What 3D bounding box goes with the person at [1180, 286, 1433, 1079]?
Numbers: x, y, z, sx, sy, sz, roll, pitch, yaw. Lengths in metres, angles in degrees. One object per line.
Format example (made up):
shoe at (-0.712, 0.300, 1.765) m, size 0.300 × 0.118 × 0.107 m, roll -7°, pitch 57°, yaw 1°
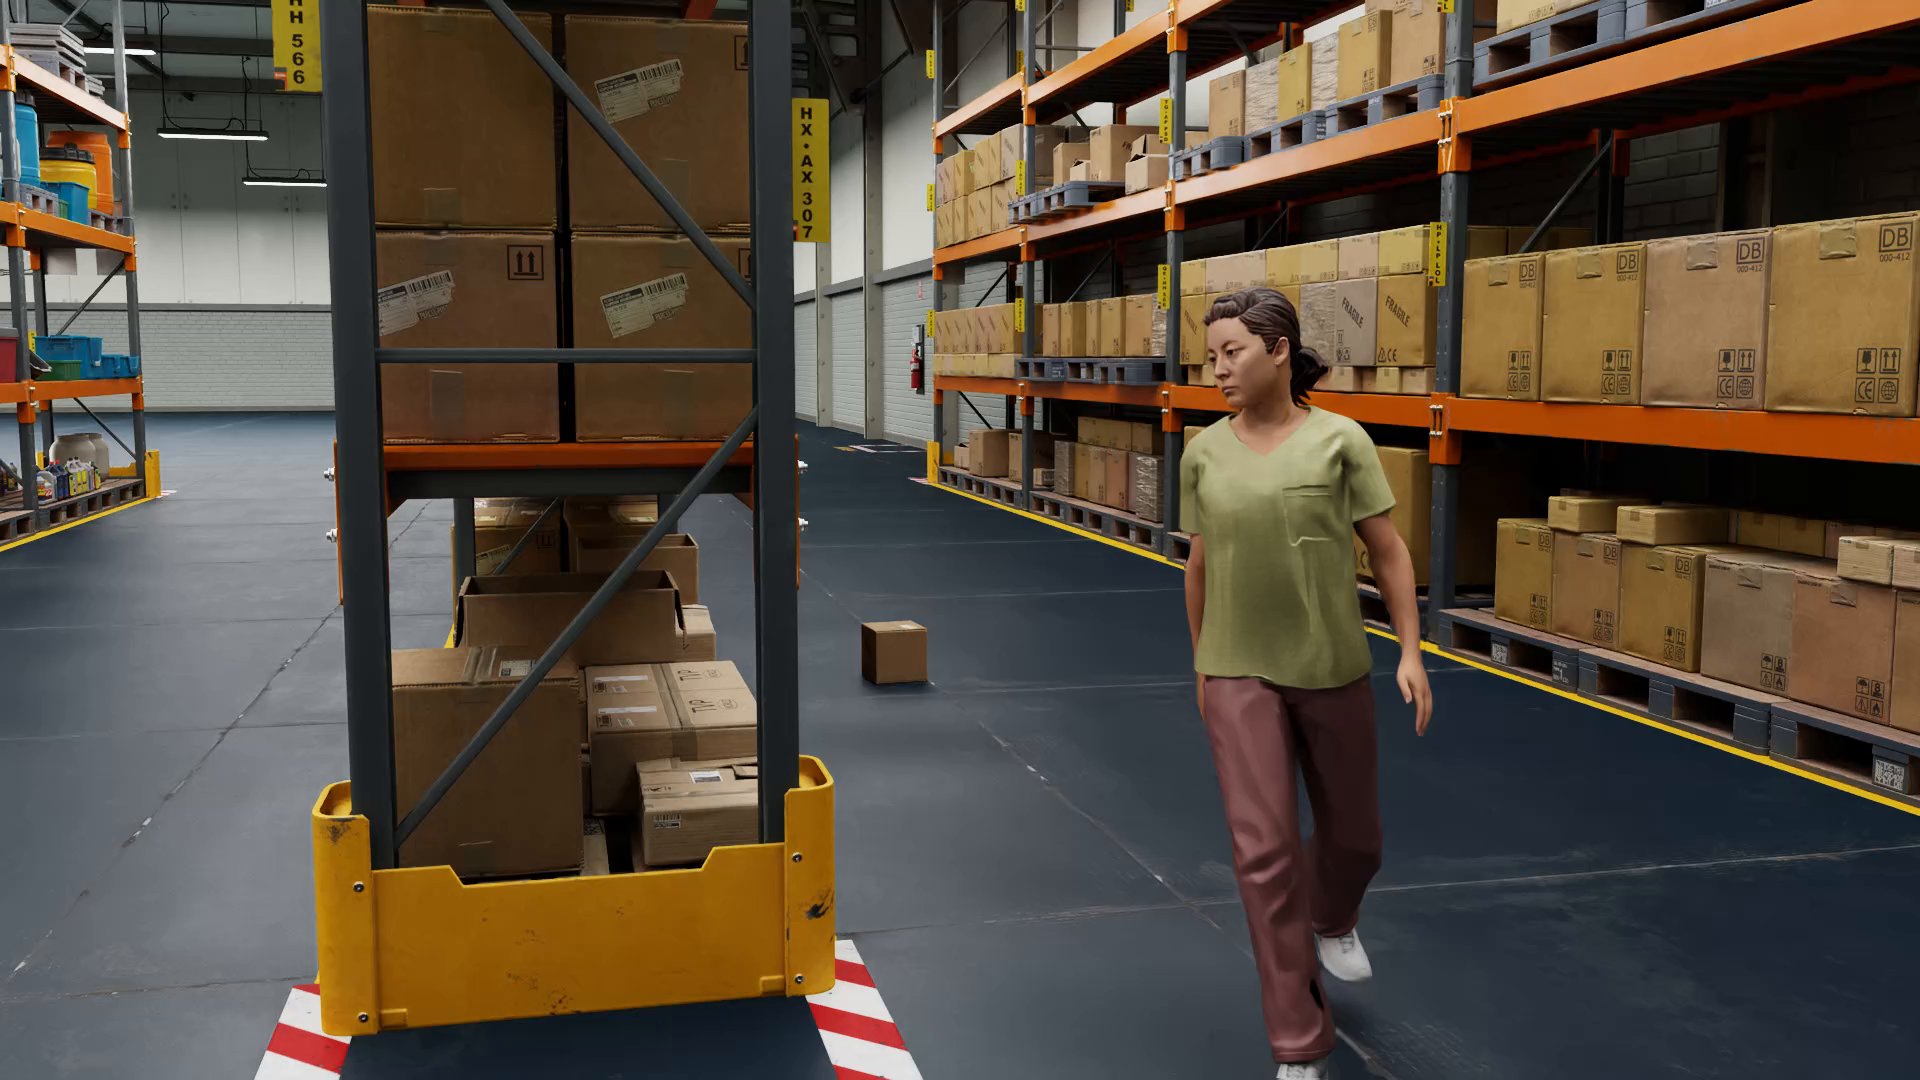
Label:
person at (0.722, 0.286, 3.526) m, size 0.528 × 1.633 × 0.893 m, roll 1°, pitch 6°, yaw 12°
